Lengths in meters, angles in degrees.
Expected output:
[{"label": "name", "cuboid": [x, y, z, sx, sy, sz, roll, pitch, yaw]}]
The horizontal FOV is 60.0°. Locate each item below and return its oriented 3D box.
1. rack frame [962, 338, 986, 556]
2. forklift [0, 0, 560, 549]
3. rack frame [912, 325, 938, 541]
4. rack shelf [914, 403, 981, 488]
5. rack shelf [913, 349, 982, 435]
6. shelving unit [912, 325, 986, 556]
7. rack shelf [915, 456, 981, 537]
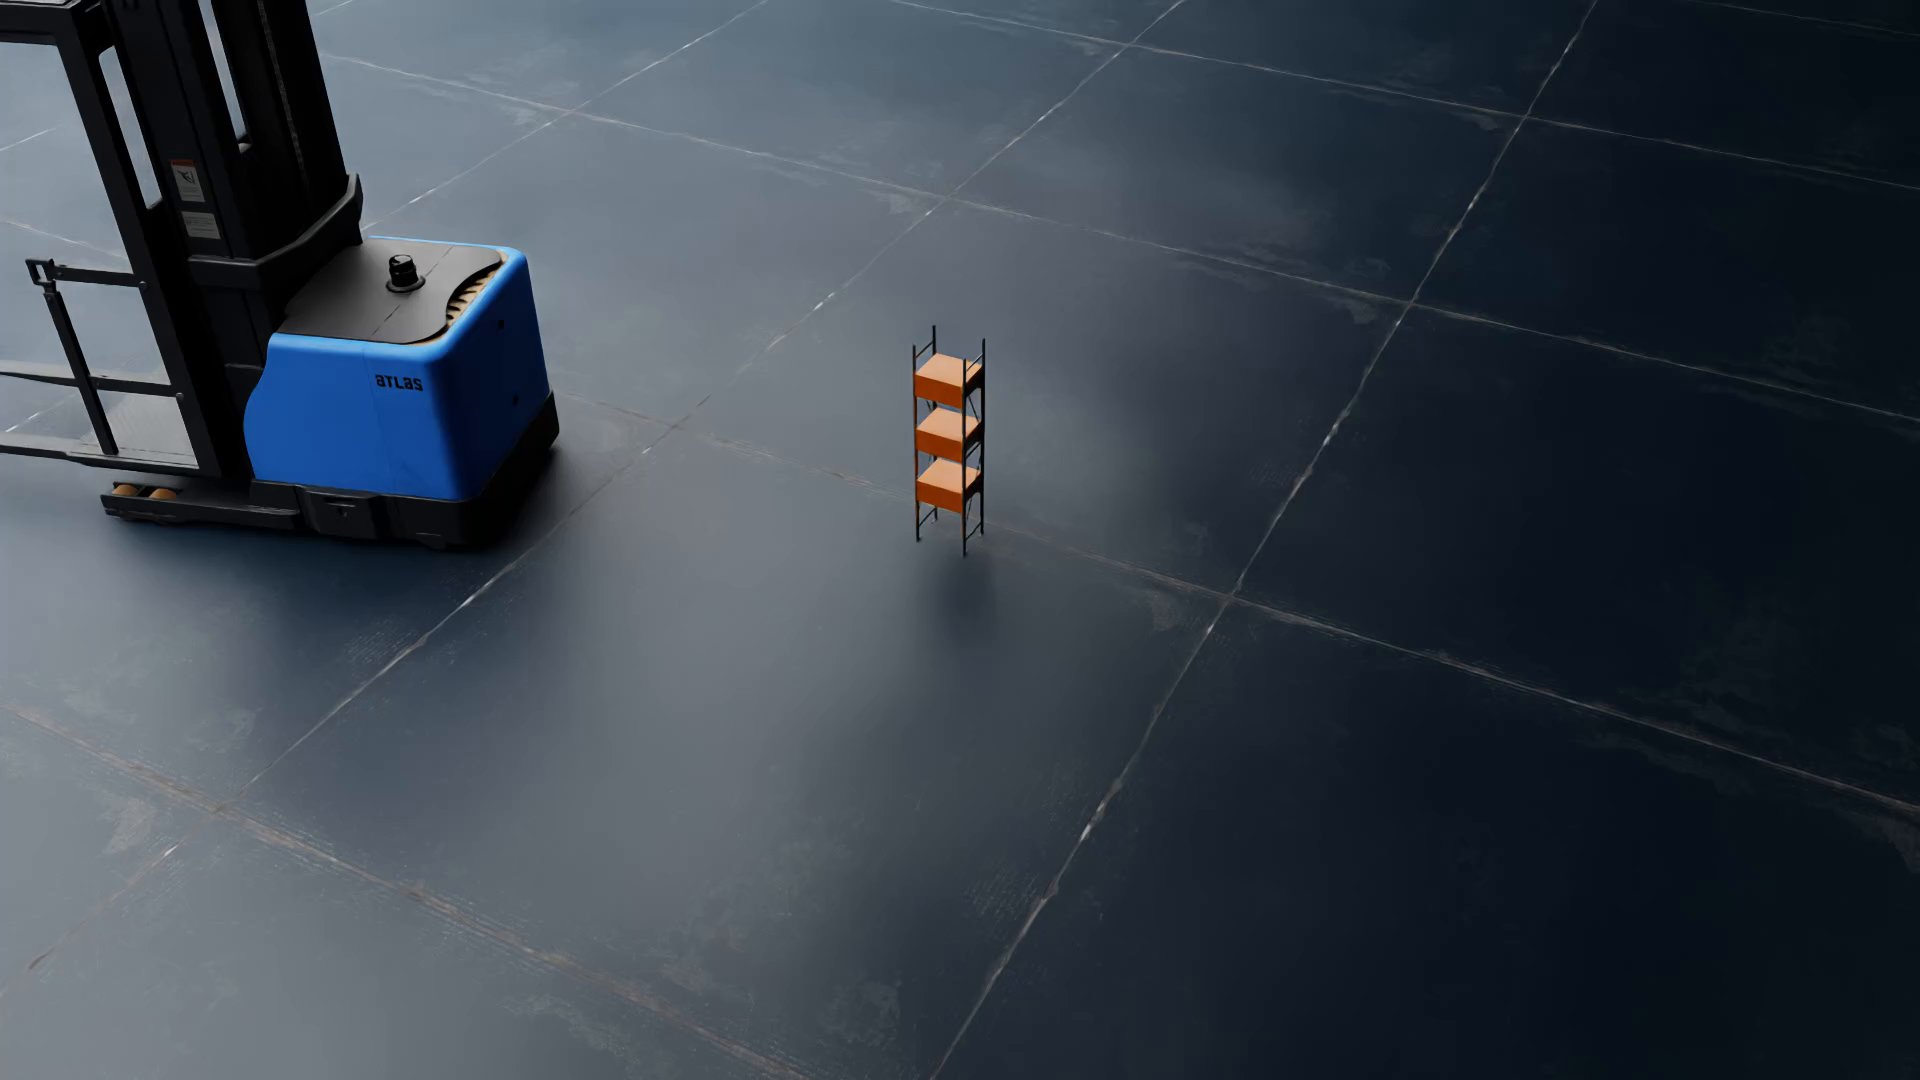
[{"label": "rack frame", "cuboid": [0.061, -0.399, 7.407, 0.008, 1.050, 0.200, 17, 41, 21]}, {"label": "forklift", "cuboid": [-3.575, -1.549, 7.367, 3.031, 2.935, 1.130, 6, 38, 8]}, {"label": "rack frame", "cuboid": [-0.156, -0.467, 7.497, 0.008, 1.050, 0.200, 17, 41, 21]}, {"label": "rack shelf", "cuboid": [-0.048, -0.425, 7.459, 0.240, 0.259, 0.215, 17, 41, 21]}, {"label": "rack shelf", "cuboid": [-0.048, -0.651, 7.287, 0.240, 0.259, 0.215, 17, 41, 21]}, {"label": "shelving unit", "cuboid": [-0.048, -0.433, 7.452, 0.252, 1.050, 0.215, 17, 41, 21]}, {"label": "rack shelf", "cuboid": [-0.048, -0.203, 7.627, 0.240, 0.259, 0.215, 17, 41, 21]}]
